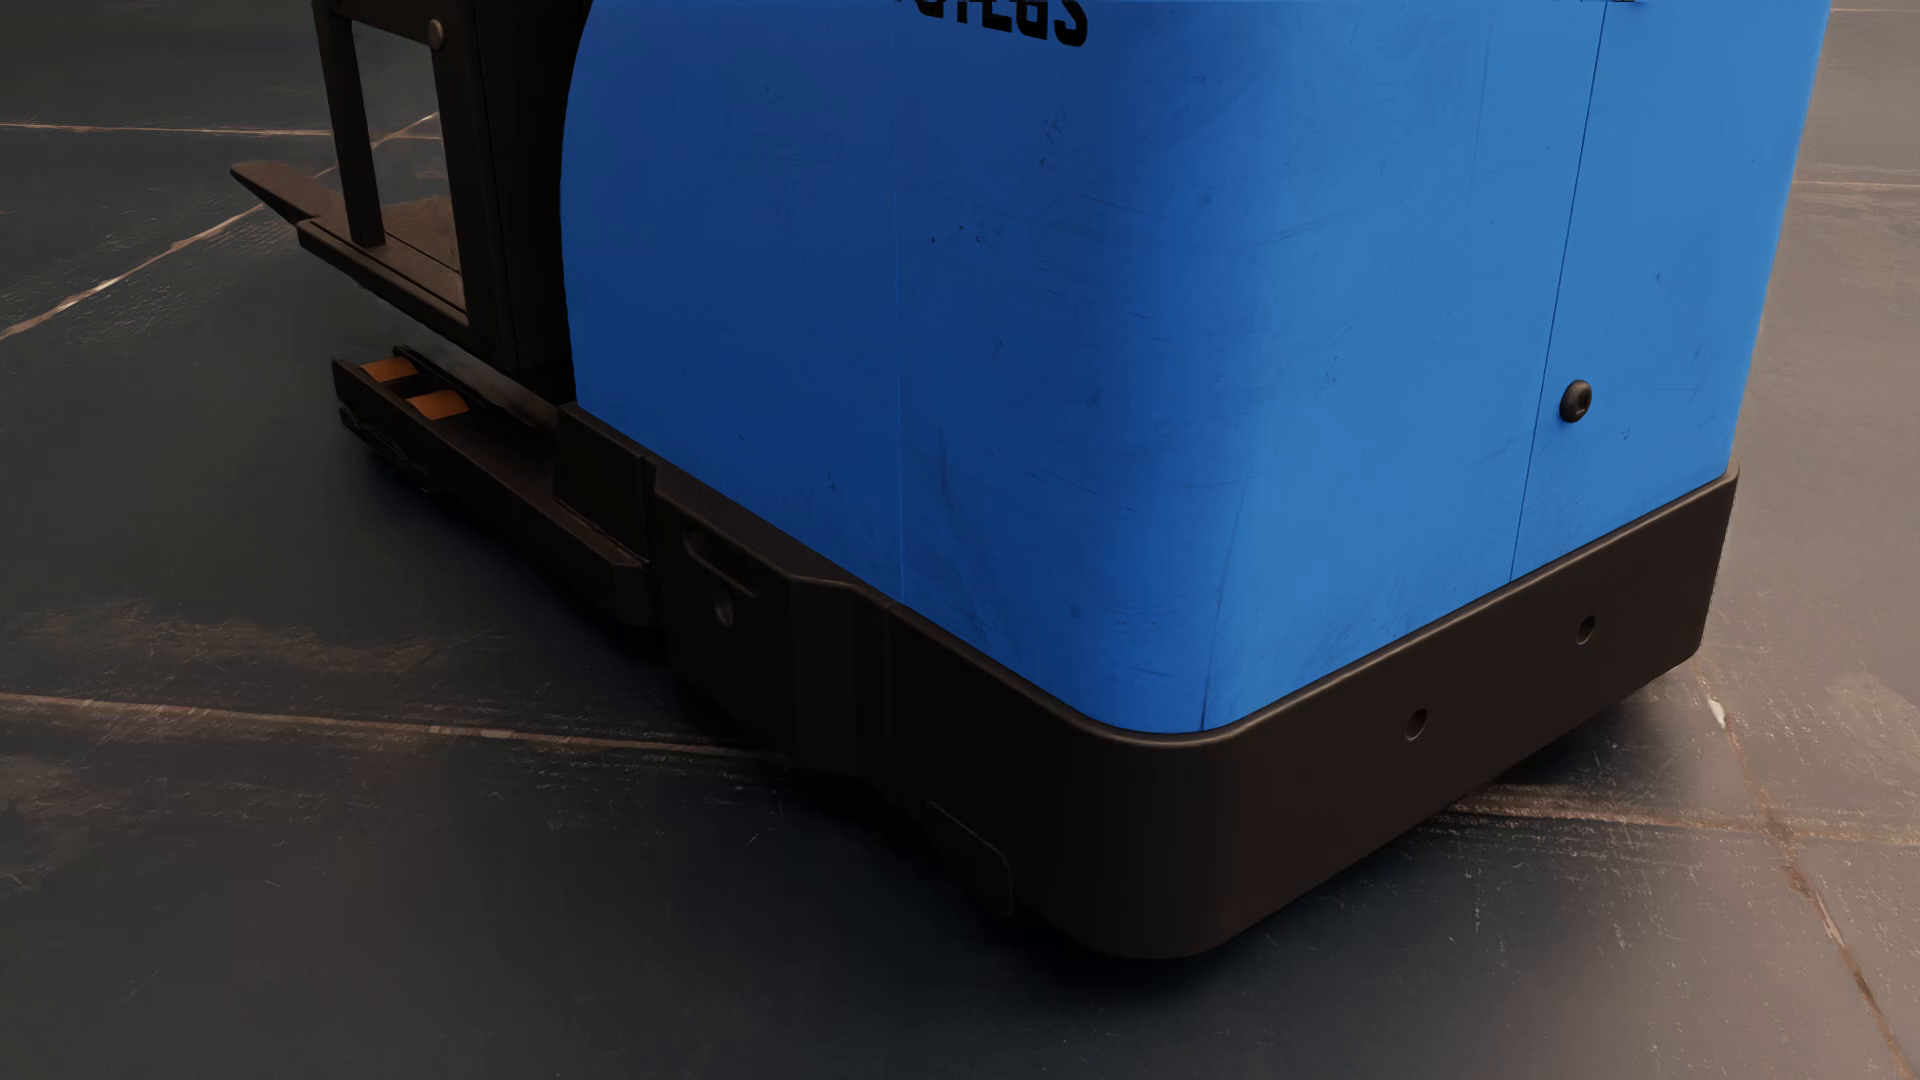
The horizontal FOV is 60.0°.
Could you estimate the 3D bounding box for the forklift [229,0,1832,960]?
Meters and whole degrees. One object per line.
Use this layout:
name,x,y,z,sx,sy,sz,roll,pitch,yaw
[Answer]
forklift,-0.385,-1.507,2.237,1.130,2.935,3.031,-20,33,-34
